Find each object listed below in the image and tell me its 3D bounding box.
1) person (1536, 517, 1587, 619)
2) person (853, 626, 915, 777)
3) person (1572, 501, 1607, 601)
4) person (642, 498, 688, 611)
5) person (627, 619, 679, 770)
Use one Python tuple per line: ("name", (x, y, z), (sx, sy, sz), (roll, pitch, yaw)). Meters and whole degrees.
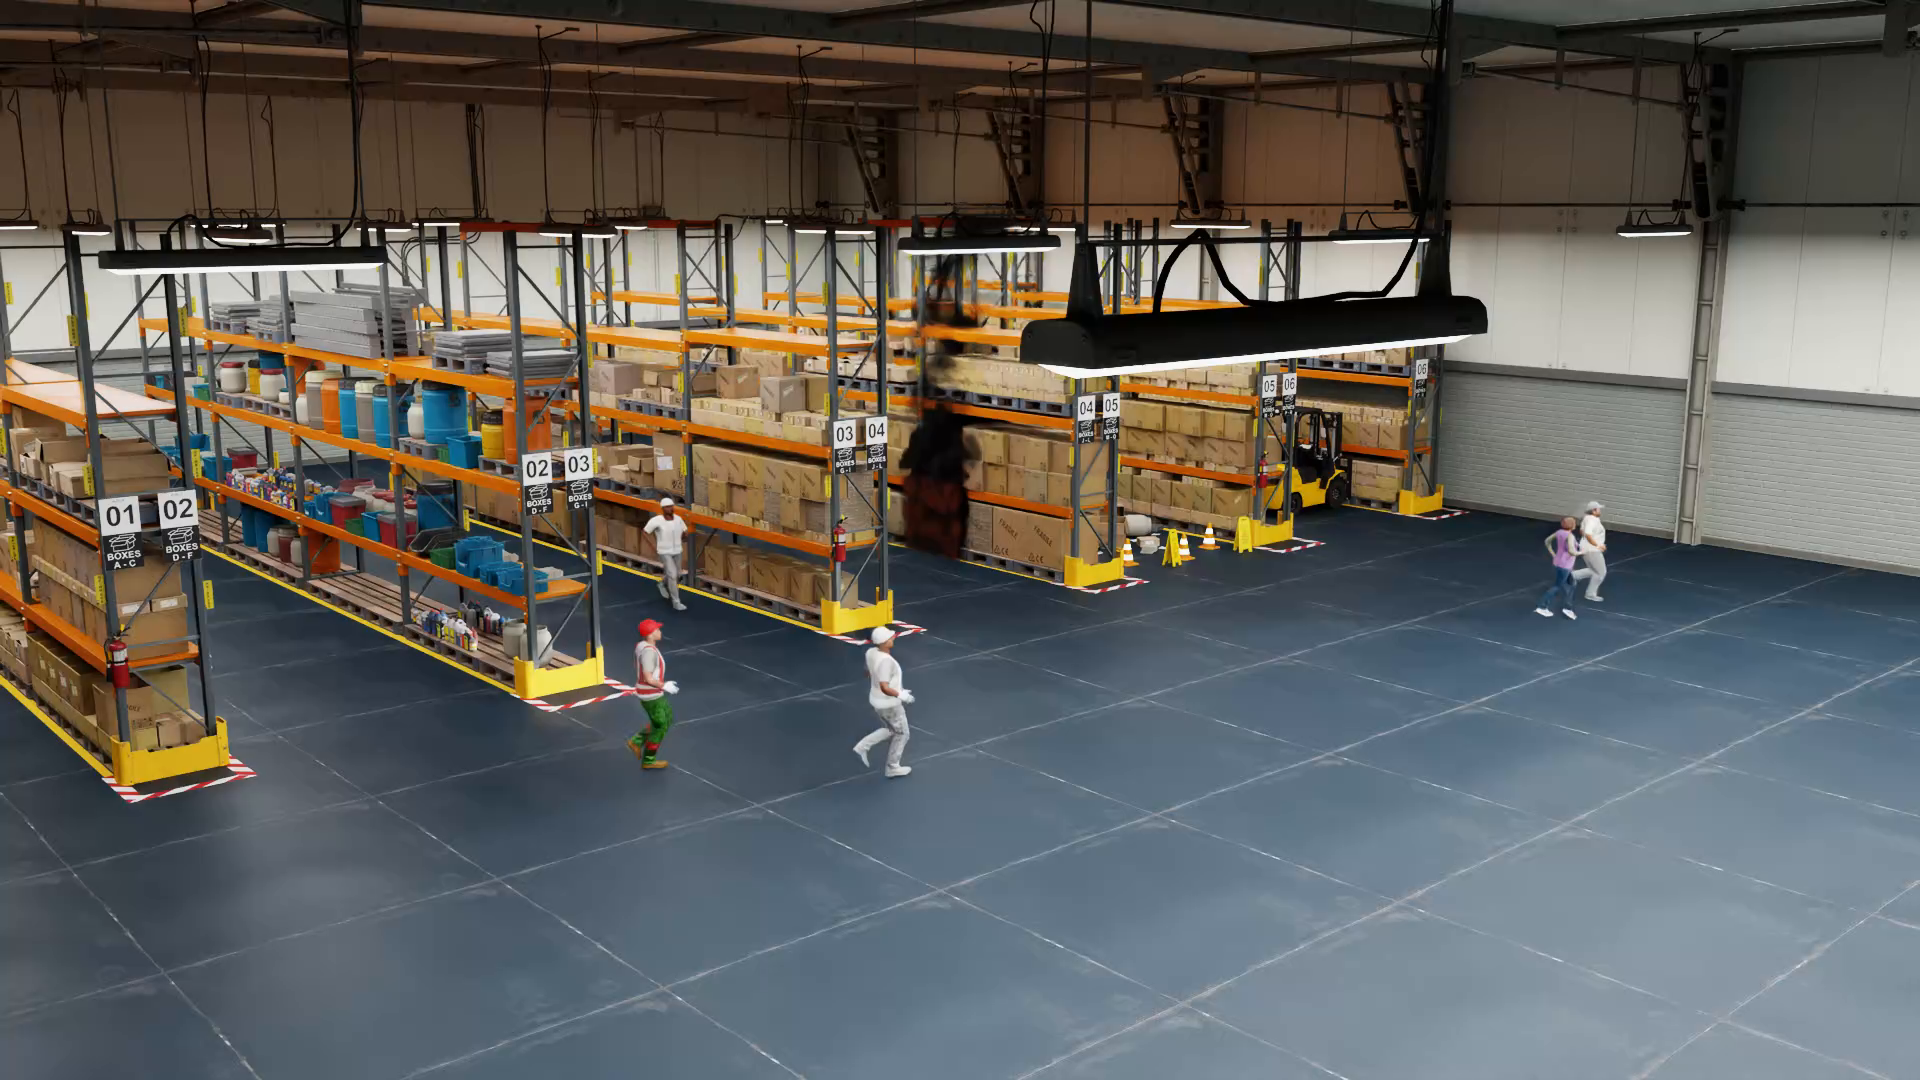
("person", (9.272, 0.447, 25.595), (0.727, 1.640, 0.525), (0, 11, 2))
("person", (-0.859, 1.809, 18.529), (0.650, 1.734, 0.683), (-4, 12, -20))
("person", (10.178, 0.178, 26.954), (0.592, 1.632, 0.608), (2, 12, 10))
("person", (-4.613, 0.195, 26.394), (0.710, 1.747, 0.968), (-10, 15, -41))
("person", (-3.482, 1.746, 18.788), (0.593, 1.748, 0.676), (-3, 12, -14))
